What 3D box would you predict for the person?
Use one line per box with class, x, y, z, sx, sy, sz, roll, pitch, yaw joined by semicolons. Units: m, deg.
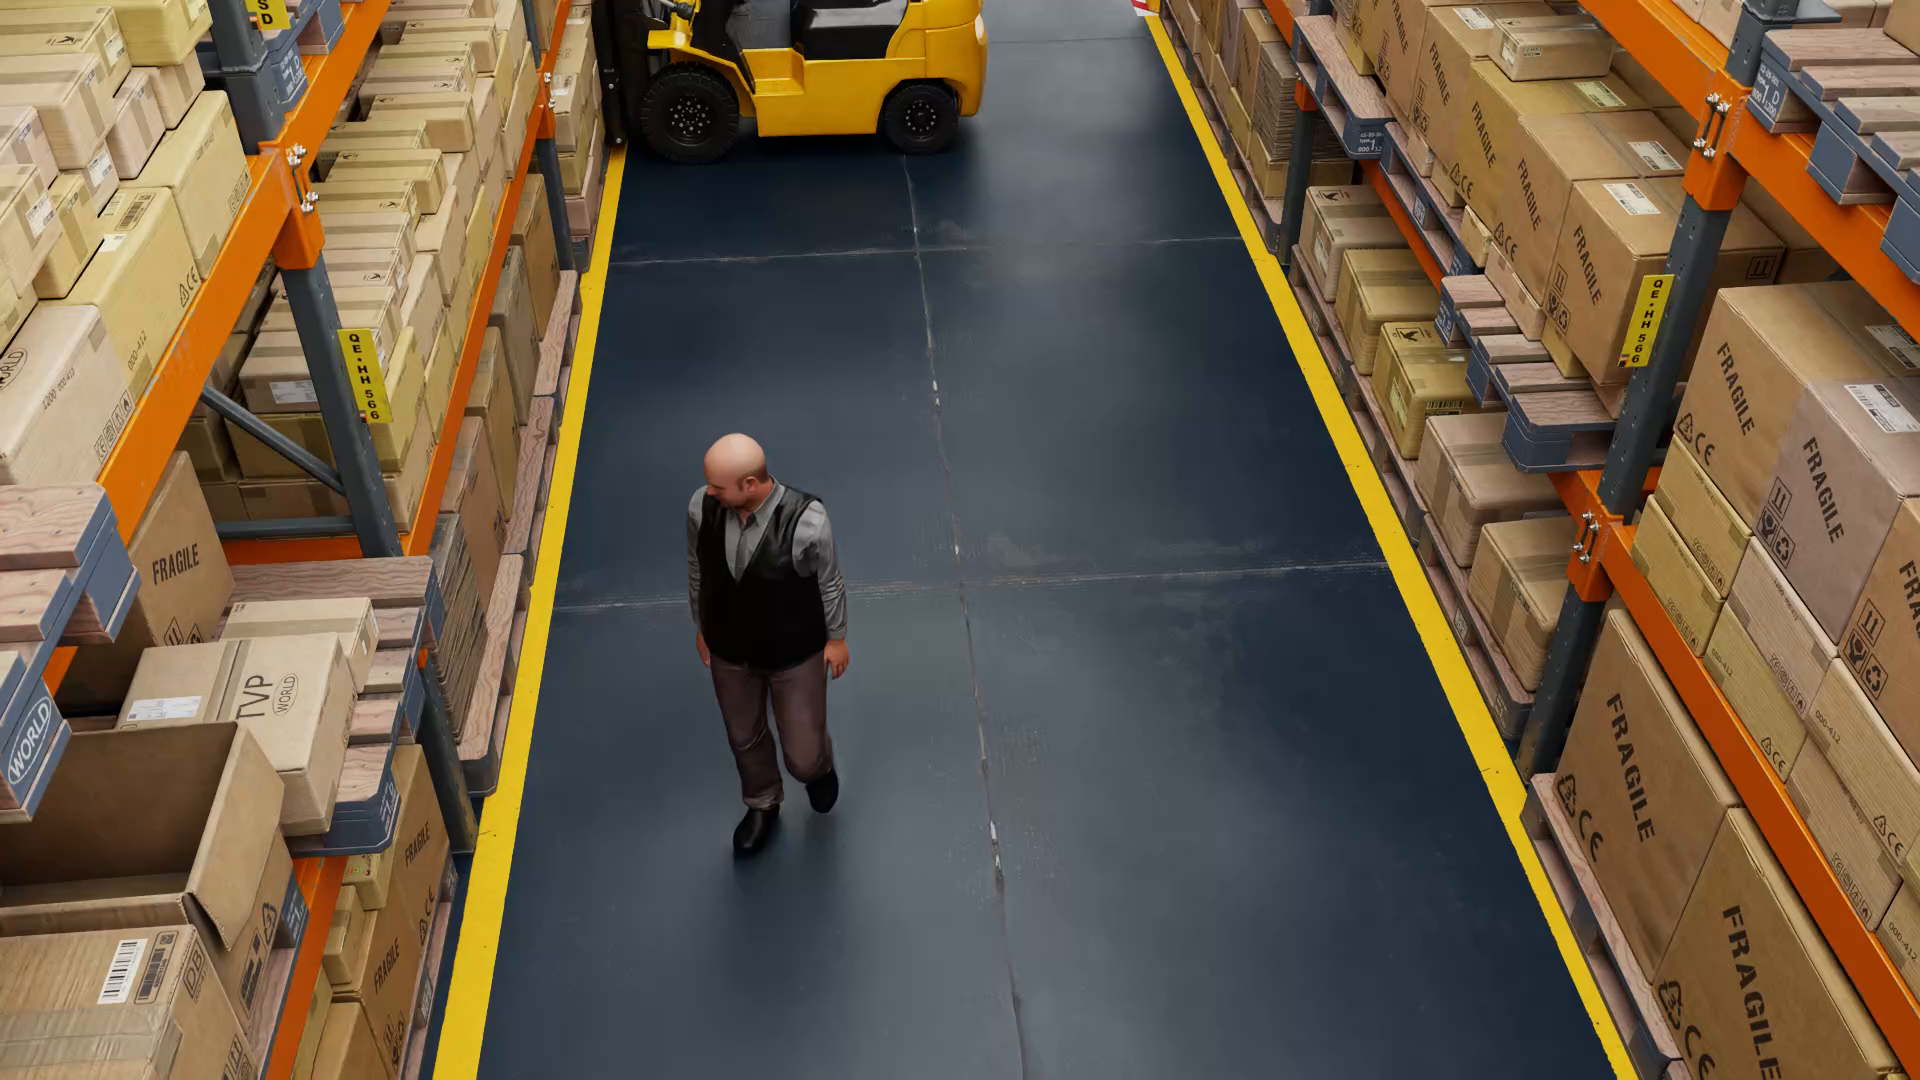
person;-0.679;0.377;5.676;0.559;1.715;0.441;11;40;13
